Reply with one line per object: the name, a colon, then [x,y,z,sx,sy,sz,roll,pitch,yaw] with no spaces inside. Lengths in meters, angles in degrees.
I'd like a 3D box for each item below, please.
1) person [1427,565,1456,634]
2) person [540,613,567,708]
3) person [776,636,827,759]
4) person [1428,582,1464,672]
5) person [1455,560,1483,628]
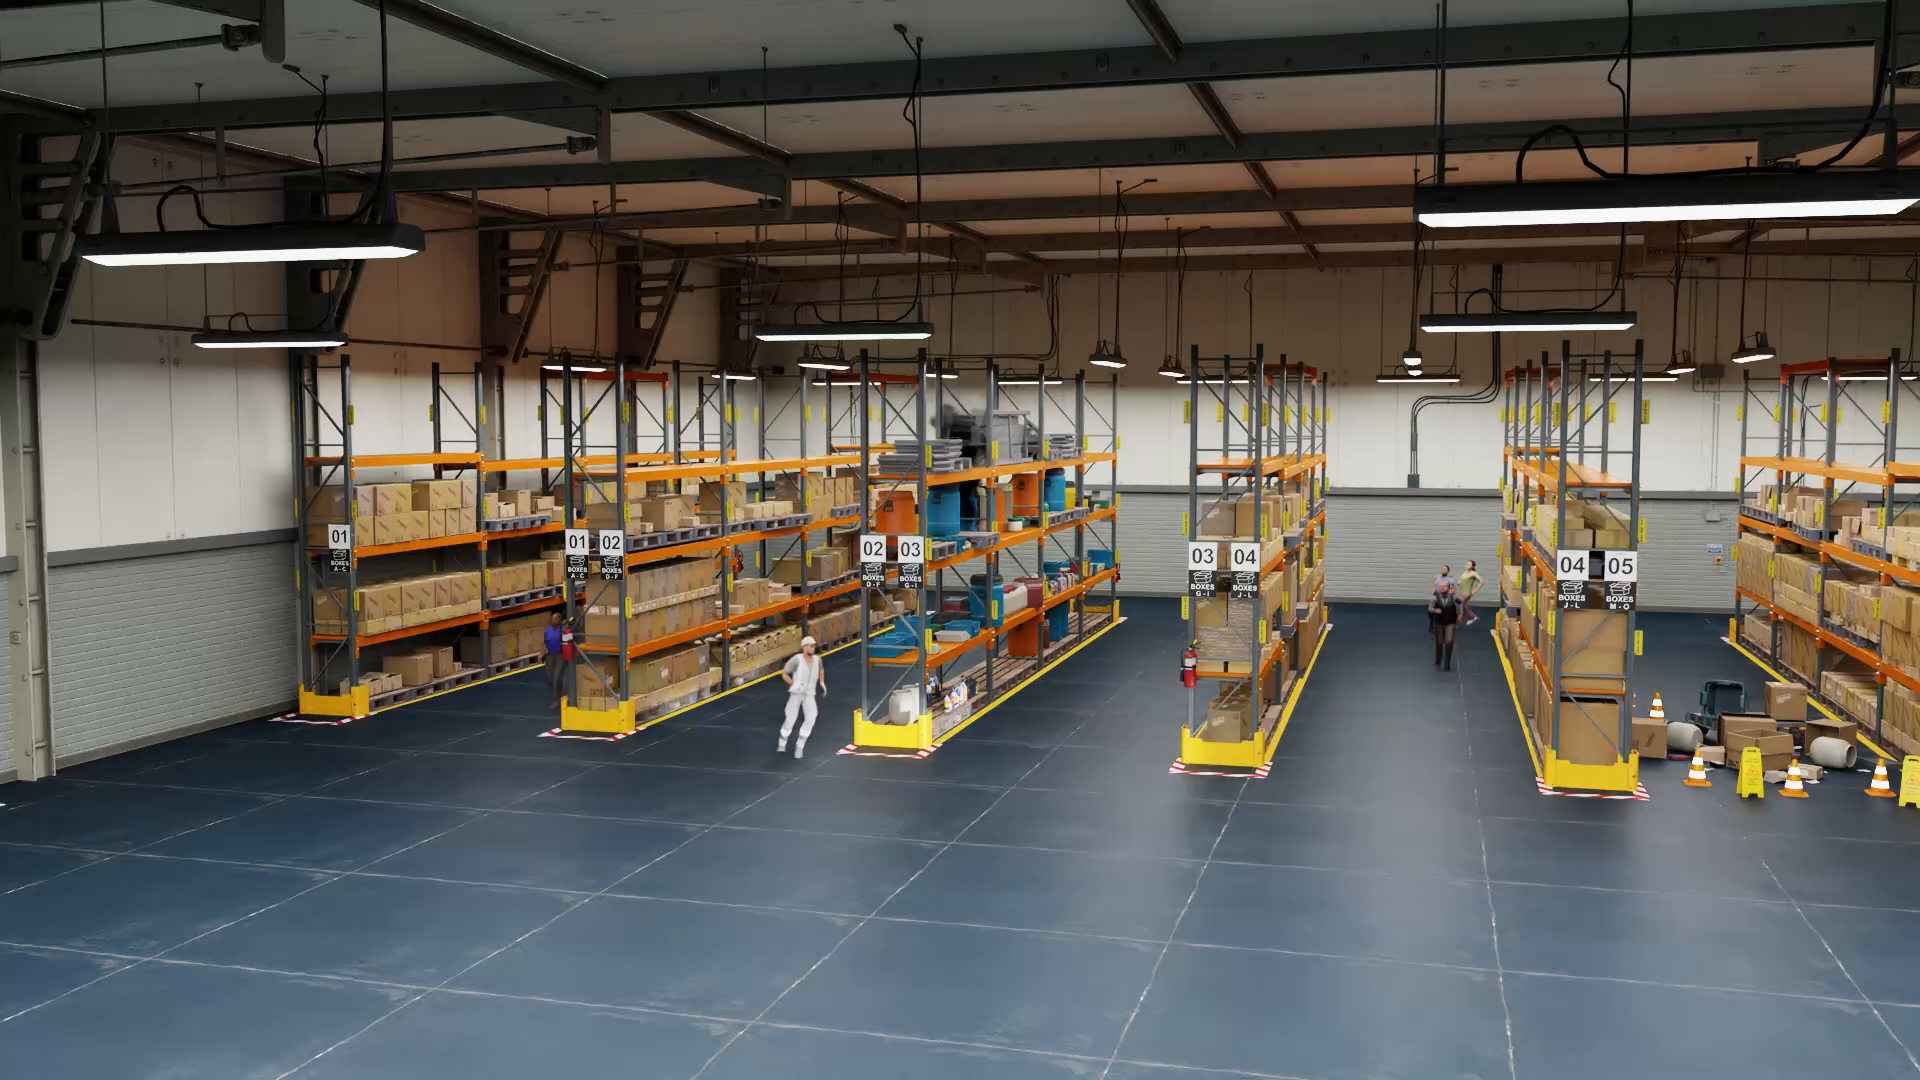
person: [10.992,1.365,37.993,0.681,1.602,0.533,3,5,37]
person: [-6.924,2.059,28.654,0.575,1.615,0.589,1,4,10]
person: [-2.294,2.308,24.464,0.766,1.785,0.682,-2,5,-26]
person: [9.549,1.695,32.717,0.666,1.767,0.898,2,5,20]
person: [11.790,1.267,38.795,0.875,1.629,0.635,-1,4,-12]
